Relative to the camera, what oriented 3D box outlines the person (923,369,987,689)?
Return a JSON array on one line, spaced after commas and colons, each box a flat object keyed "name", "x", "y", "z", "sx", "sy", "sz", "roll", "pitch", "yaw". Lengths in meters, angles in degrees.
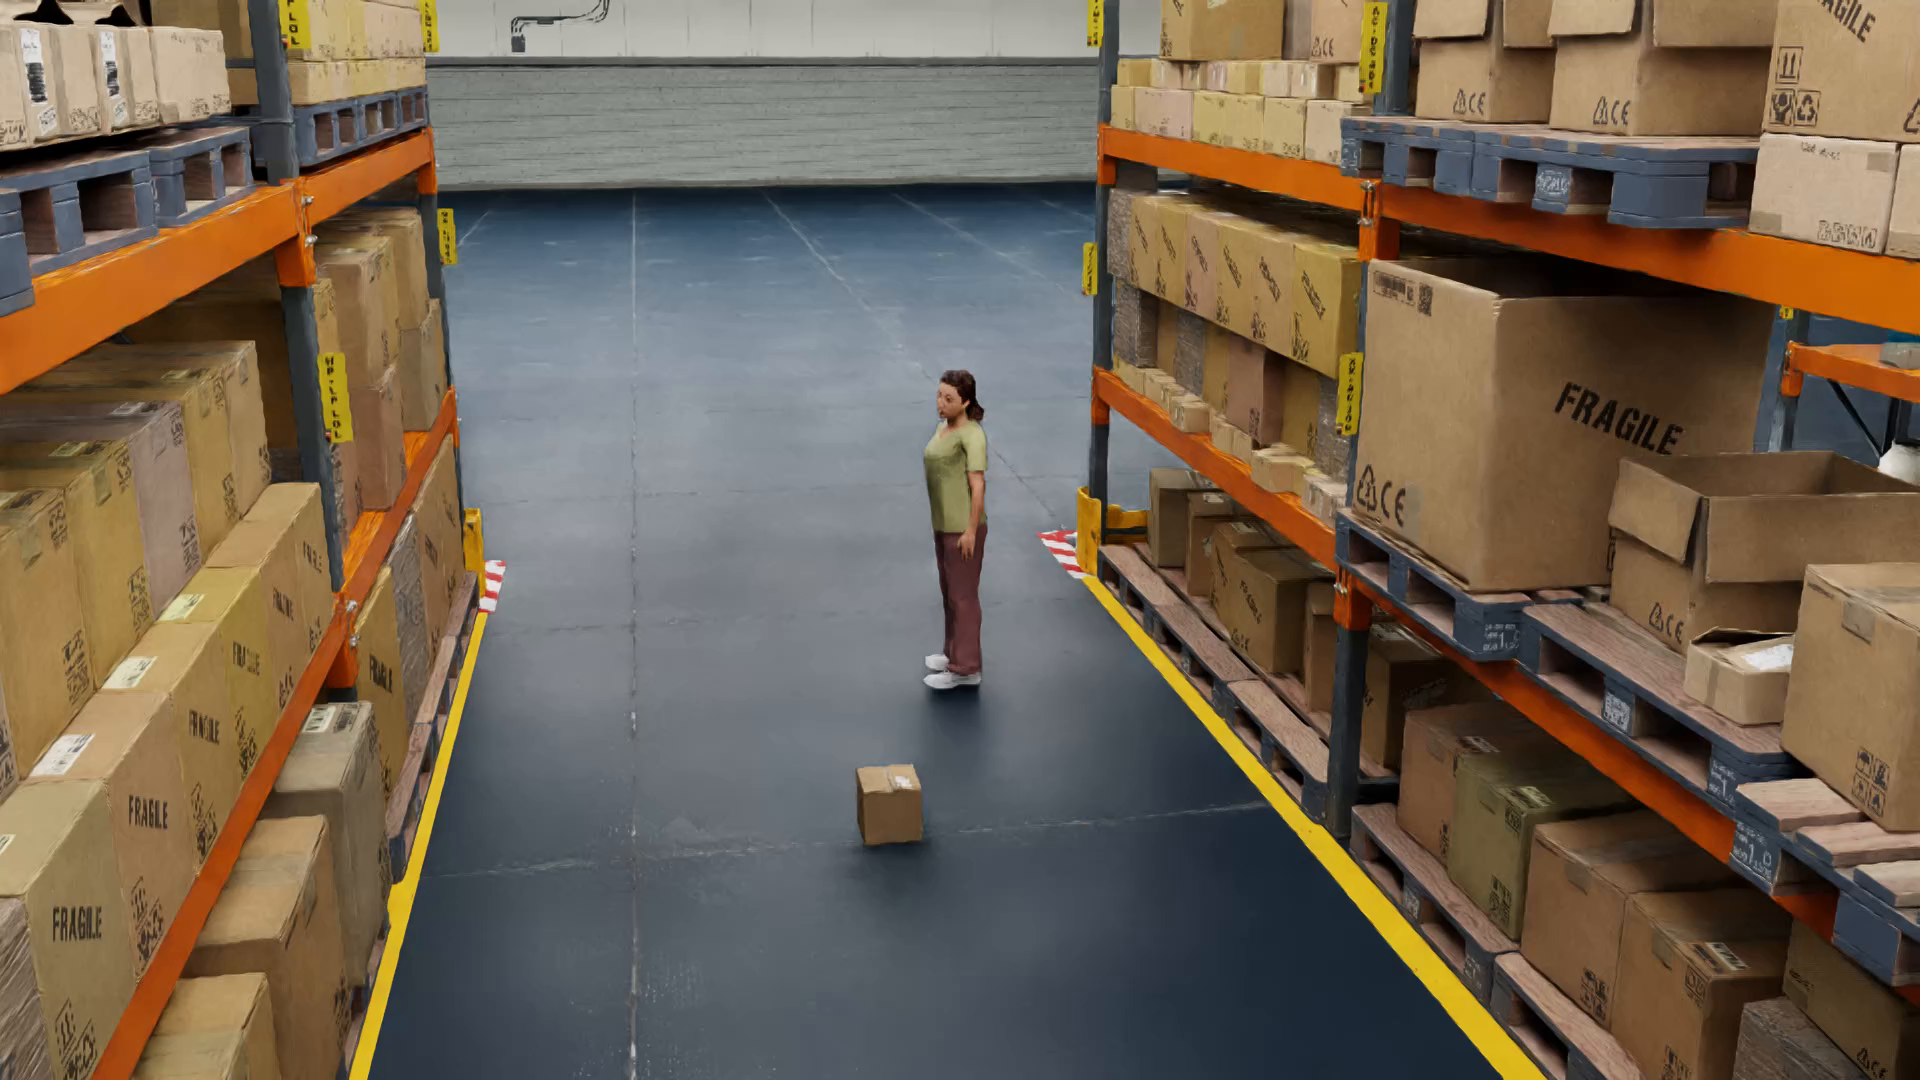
[{"name": "person", "x": -0.048, "y": -0.055, "z": 8.653, "sx": 0.358, "sy": 1.673, "sz": 0.525, "roll": -6, "pitch": 17, "yaw": -19}]
